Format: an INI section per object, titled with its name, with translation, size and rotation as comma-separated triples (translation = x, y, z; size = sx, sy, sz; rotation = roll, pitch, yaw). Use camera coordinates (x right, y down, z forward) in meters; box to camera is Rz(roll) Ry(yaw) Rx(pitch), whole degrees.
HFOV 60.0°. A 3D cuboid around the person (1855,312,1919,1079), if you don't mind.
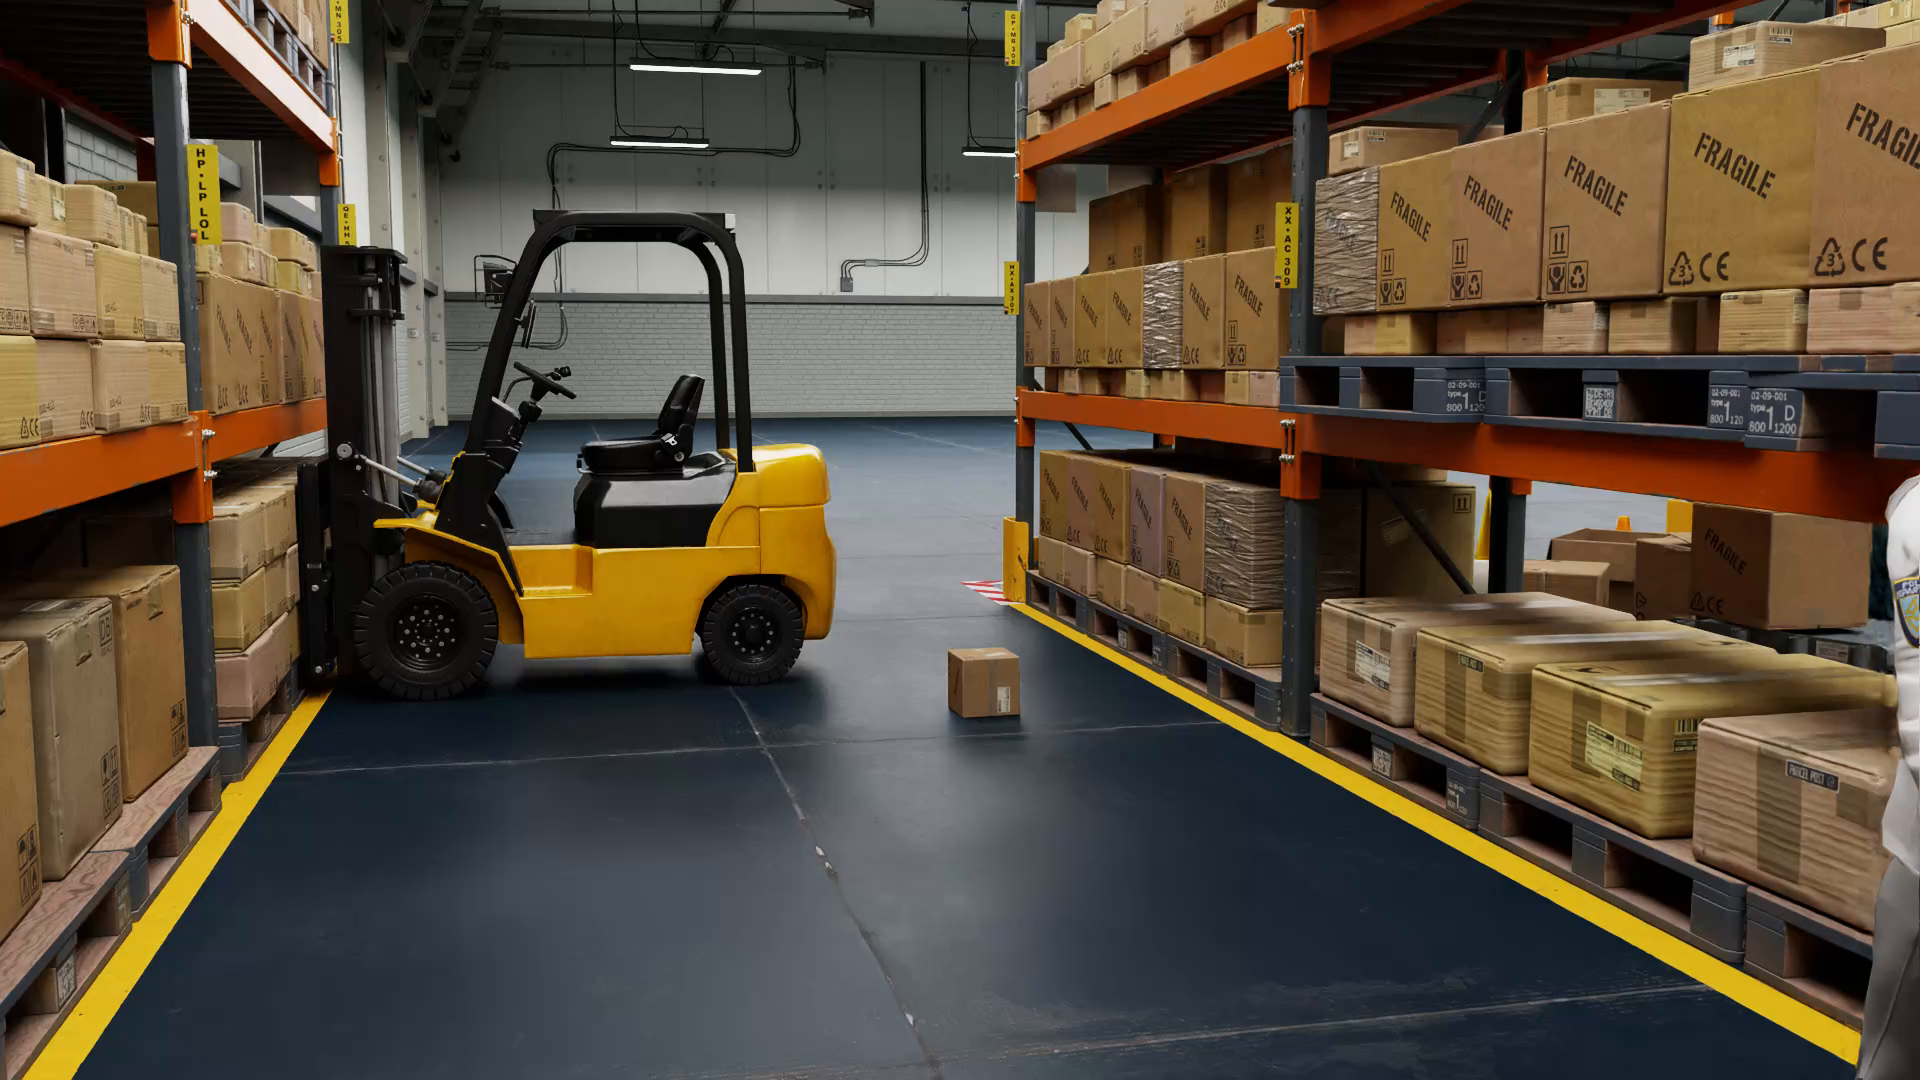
[person]
translation = 1.352, 0.433, 2.005
size = 0.485, 1.637, 0.970
rotation = -1, 6, -13
